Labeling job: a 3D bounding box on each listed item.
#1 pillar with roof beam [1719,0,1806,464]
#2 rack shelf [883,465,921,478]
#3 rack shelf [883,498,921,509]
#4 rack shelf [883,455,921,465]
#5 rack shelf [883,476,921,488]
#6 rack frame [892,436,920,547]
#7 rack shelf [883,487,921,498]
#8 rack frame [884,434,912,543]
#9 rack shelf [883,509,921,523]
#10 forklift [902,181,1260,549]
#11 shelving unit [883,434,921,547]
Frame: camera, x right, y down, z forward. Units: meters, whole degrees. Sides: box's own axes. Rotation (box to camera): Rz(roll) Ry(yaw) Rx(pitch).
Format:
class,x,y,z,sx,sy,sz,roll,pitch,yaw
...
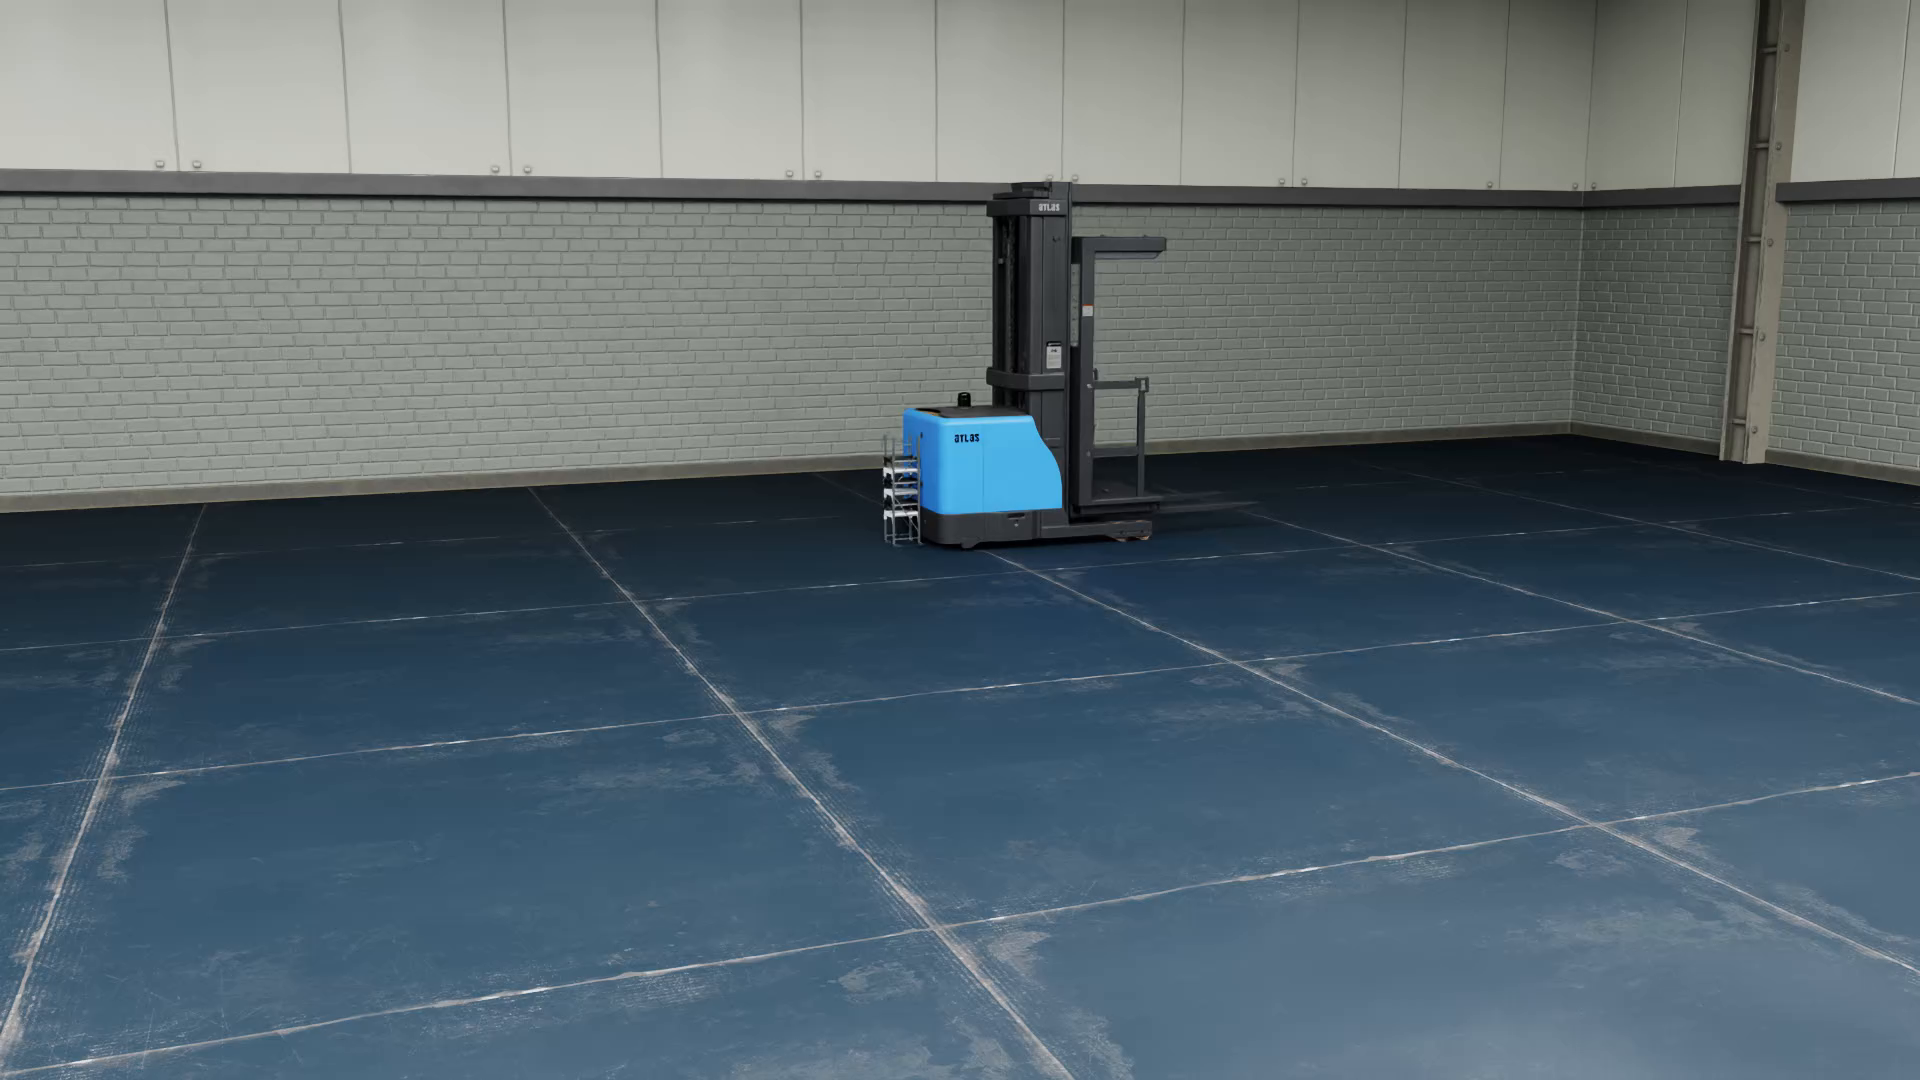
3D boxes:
class,x,y,z,sx,sy,sz,roll,pitch,yaw
pillar with roof beam,4.919,-5.057,16.656,9.100,9.000,0.400,-4,11,-21
rack shelf,-0.476,-0.555,13.630,0.258,0.077,0.200,-4,11,-22
rack shelf,-0.476,-0.289,13.678,0.258,0.077,0.200,-4,11,-22
rack shelf,-0.476,-0.643,13.615,0.258,0.077,0.200,-4,11,-22
rack shelf,-0.476,-0.466,13.646,0.258,0.077,0.200,-4,11,-22
rack frame,-0.438,-0.394,13.563,0.240,0.900,0.006,-4,11,-22
rack shelf,-0.476,-0.377,13.662,0.258,0.077,0.200,-4,11,-22
rack frame,-0.514,-0.427,13.749,0.240,0.900,0.006,-4,11,-22
rack shelf,-0.476,-0.200,13.694,0.258,0.077,0.200,-4,11,-22
forklift,1.079,-1.511,14.048,3.031,2.935,1.130,-4,11,-20
shelving unit,-0.476,-0.410,13.656,0.258,0.900,0.210,-4,11,-22
